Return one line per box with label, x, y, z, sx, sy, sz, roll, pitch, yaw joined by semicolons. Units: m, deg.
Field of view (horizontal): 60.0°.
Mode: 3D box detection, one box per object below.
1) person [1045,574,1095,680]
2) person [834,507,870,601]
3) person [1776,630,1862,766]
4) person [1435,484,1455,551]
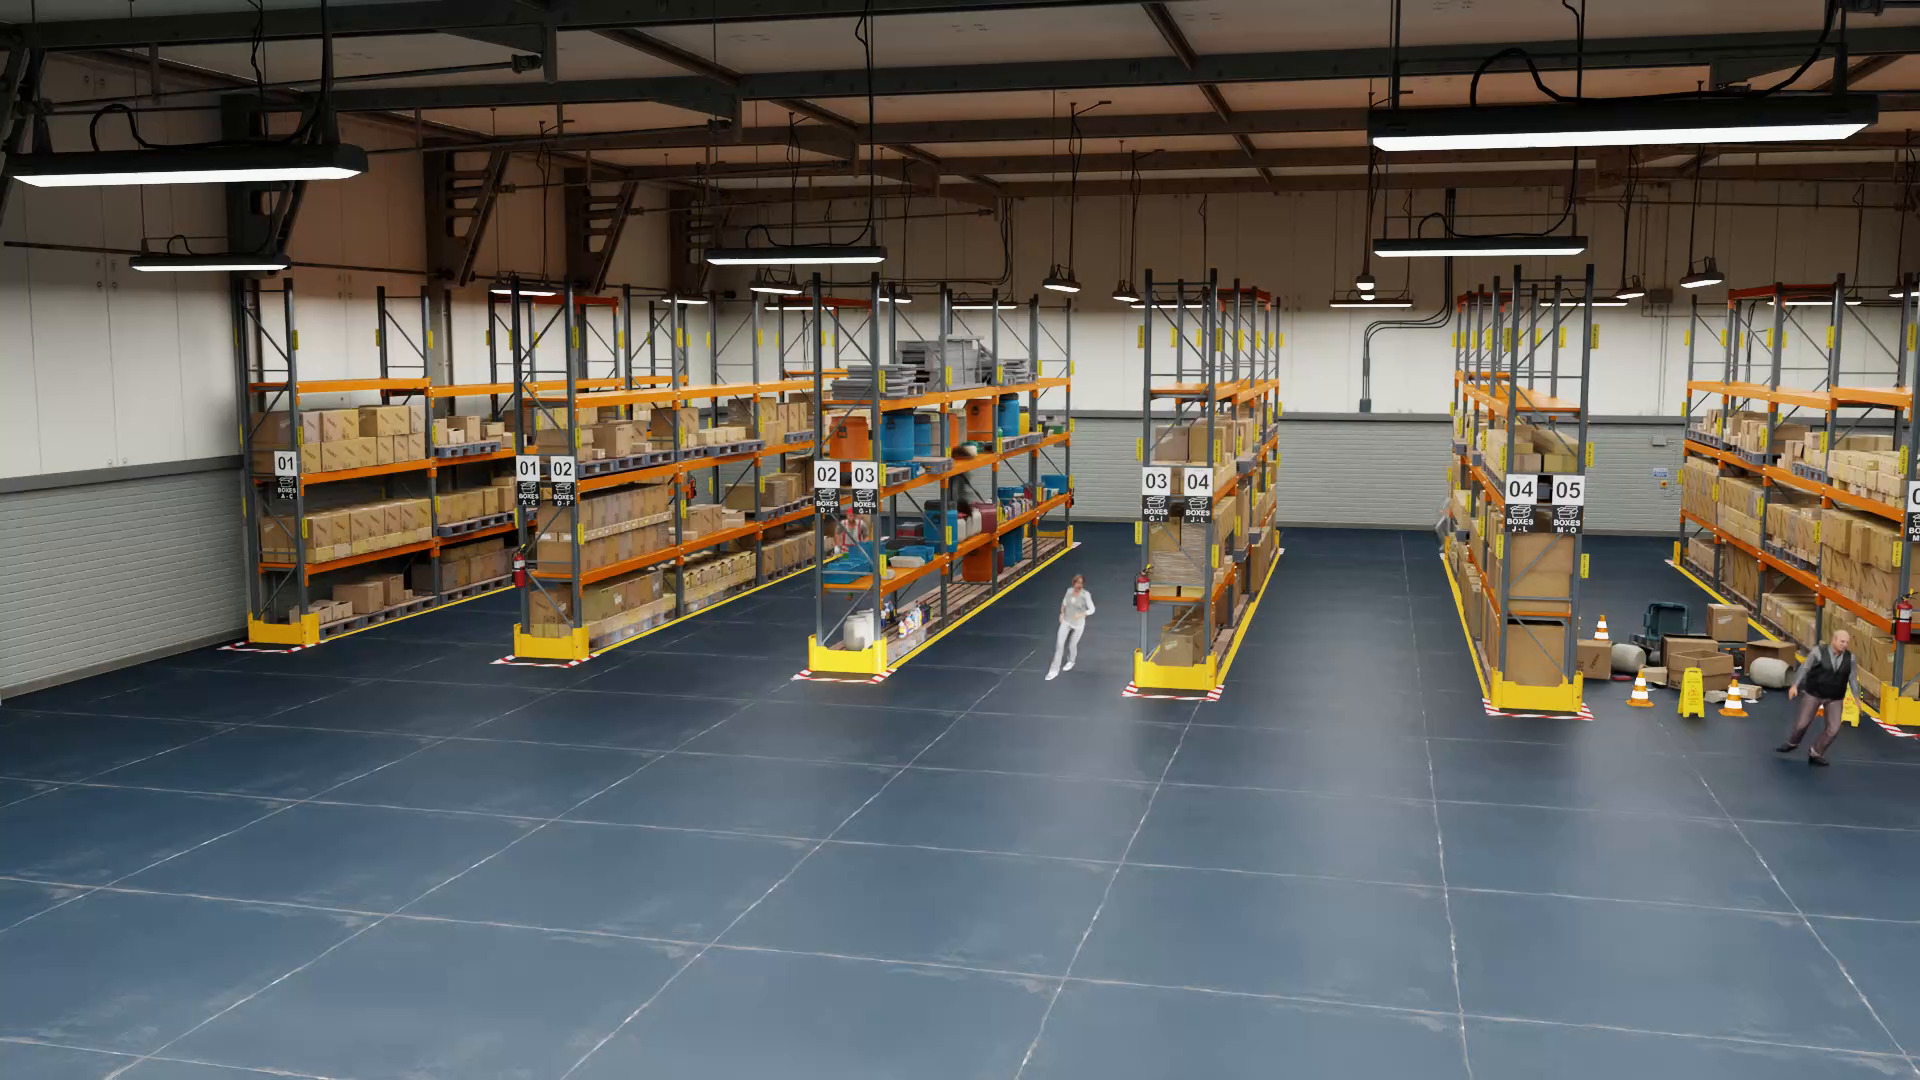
person;1.691;1.267;24.747;0.671;1.555;0.801;2;7;18
person;-1.965;0.242;30.251;0.672;1.723;0.715;0;7;2
person;10.155;1.833;19.640;0.802;1.643;0.625;1;7;9
person;11.551;-0.515;39.266;0.634;1.629;0.613;0;7;0
